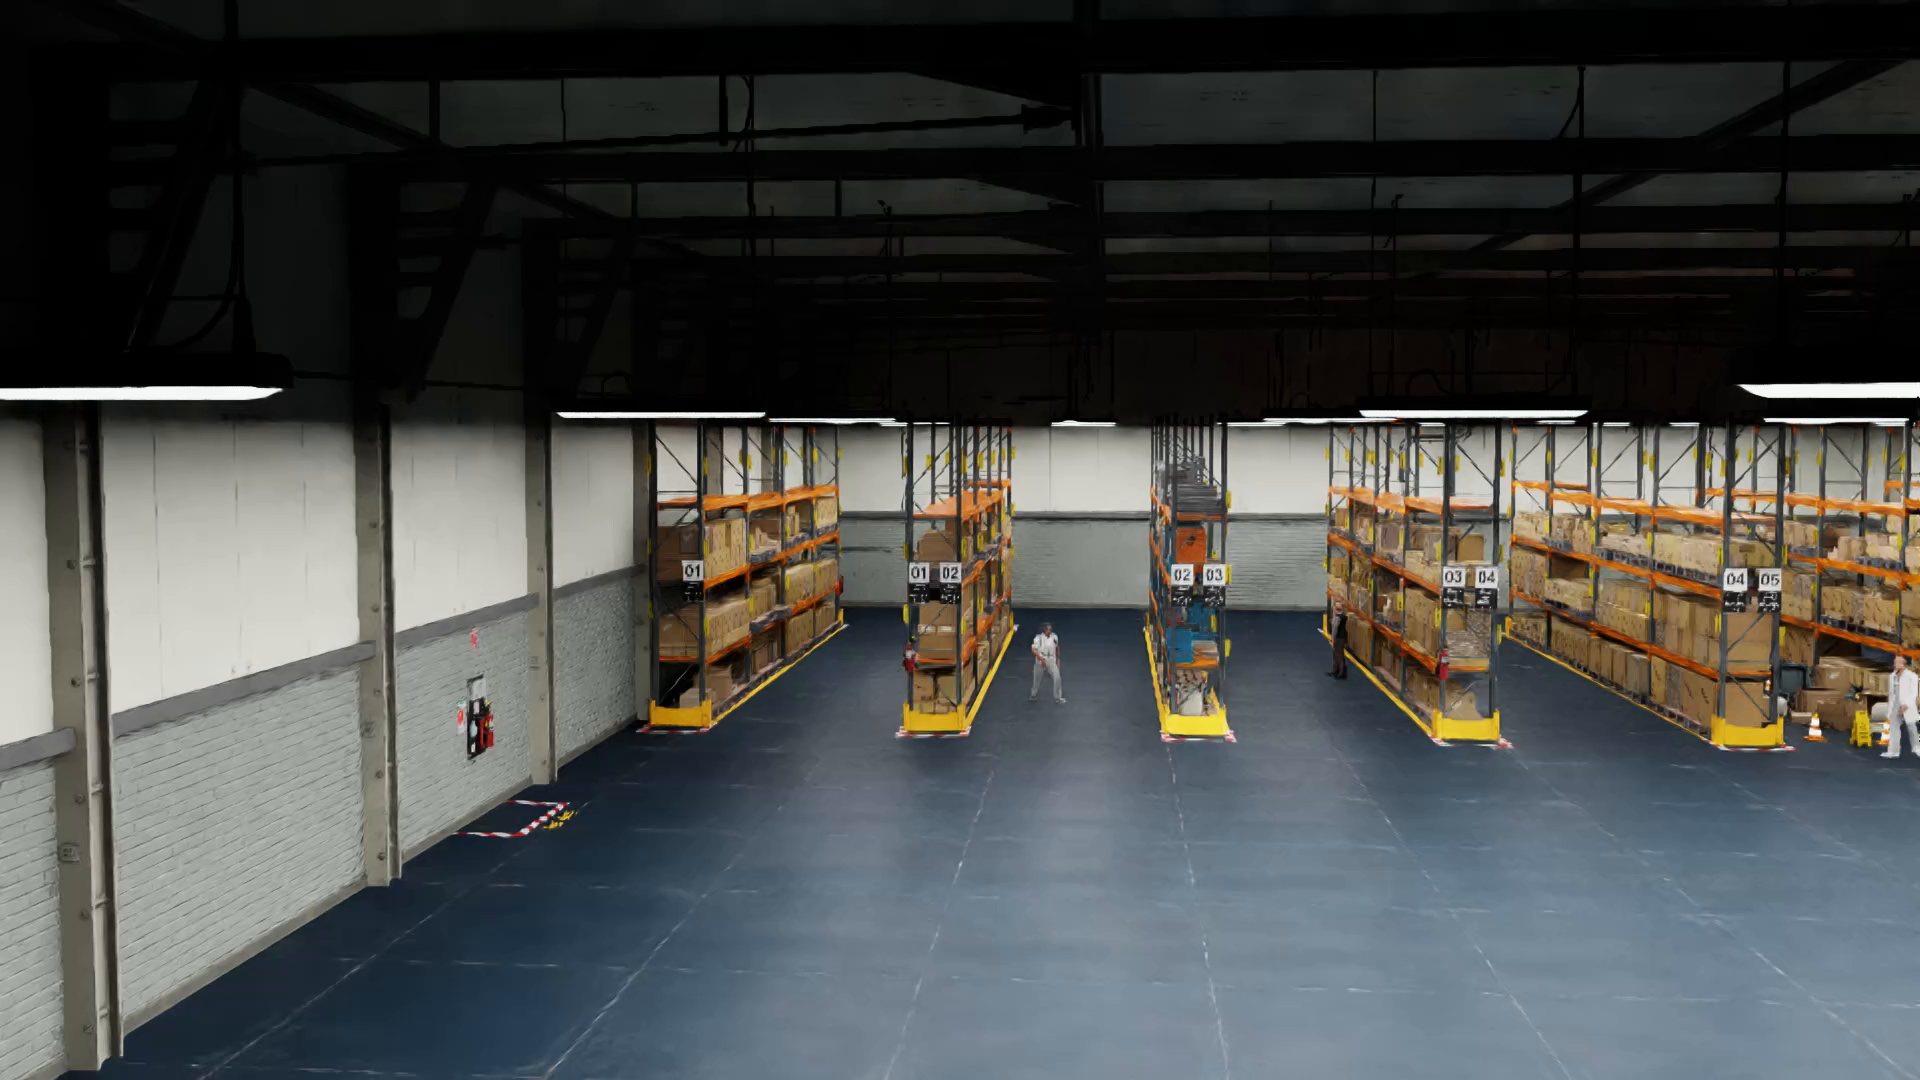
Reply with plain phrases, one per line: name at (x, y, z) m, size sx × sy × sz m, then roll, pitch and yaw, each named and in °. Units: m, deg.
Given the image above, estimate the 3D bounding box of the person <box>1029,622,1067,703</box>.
person at (1.804, 2.531, 34.730) m, size 0.691 × 1.686 × 0.860 m, roll -1°, pitch 4°, yaw -12°

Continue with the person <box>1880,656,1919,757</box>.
person at (16.392, 2.897, 28.889) m, size 0.767 × 1.771 × 0.604 m, roll -2°, pitch 4°, yaw -27°

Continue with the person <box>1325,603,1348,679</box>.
person at (8.630, 2.288, 38.060) m, size 0.586 × 1.718 × 0.639 m, roll 2°, pitch 4°, yaw 29°
